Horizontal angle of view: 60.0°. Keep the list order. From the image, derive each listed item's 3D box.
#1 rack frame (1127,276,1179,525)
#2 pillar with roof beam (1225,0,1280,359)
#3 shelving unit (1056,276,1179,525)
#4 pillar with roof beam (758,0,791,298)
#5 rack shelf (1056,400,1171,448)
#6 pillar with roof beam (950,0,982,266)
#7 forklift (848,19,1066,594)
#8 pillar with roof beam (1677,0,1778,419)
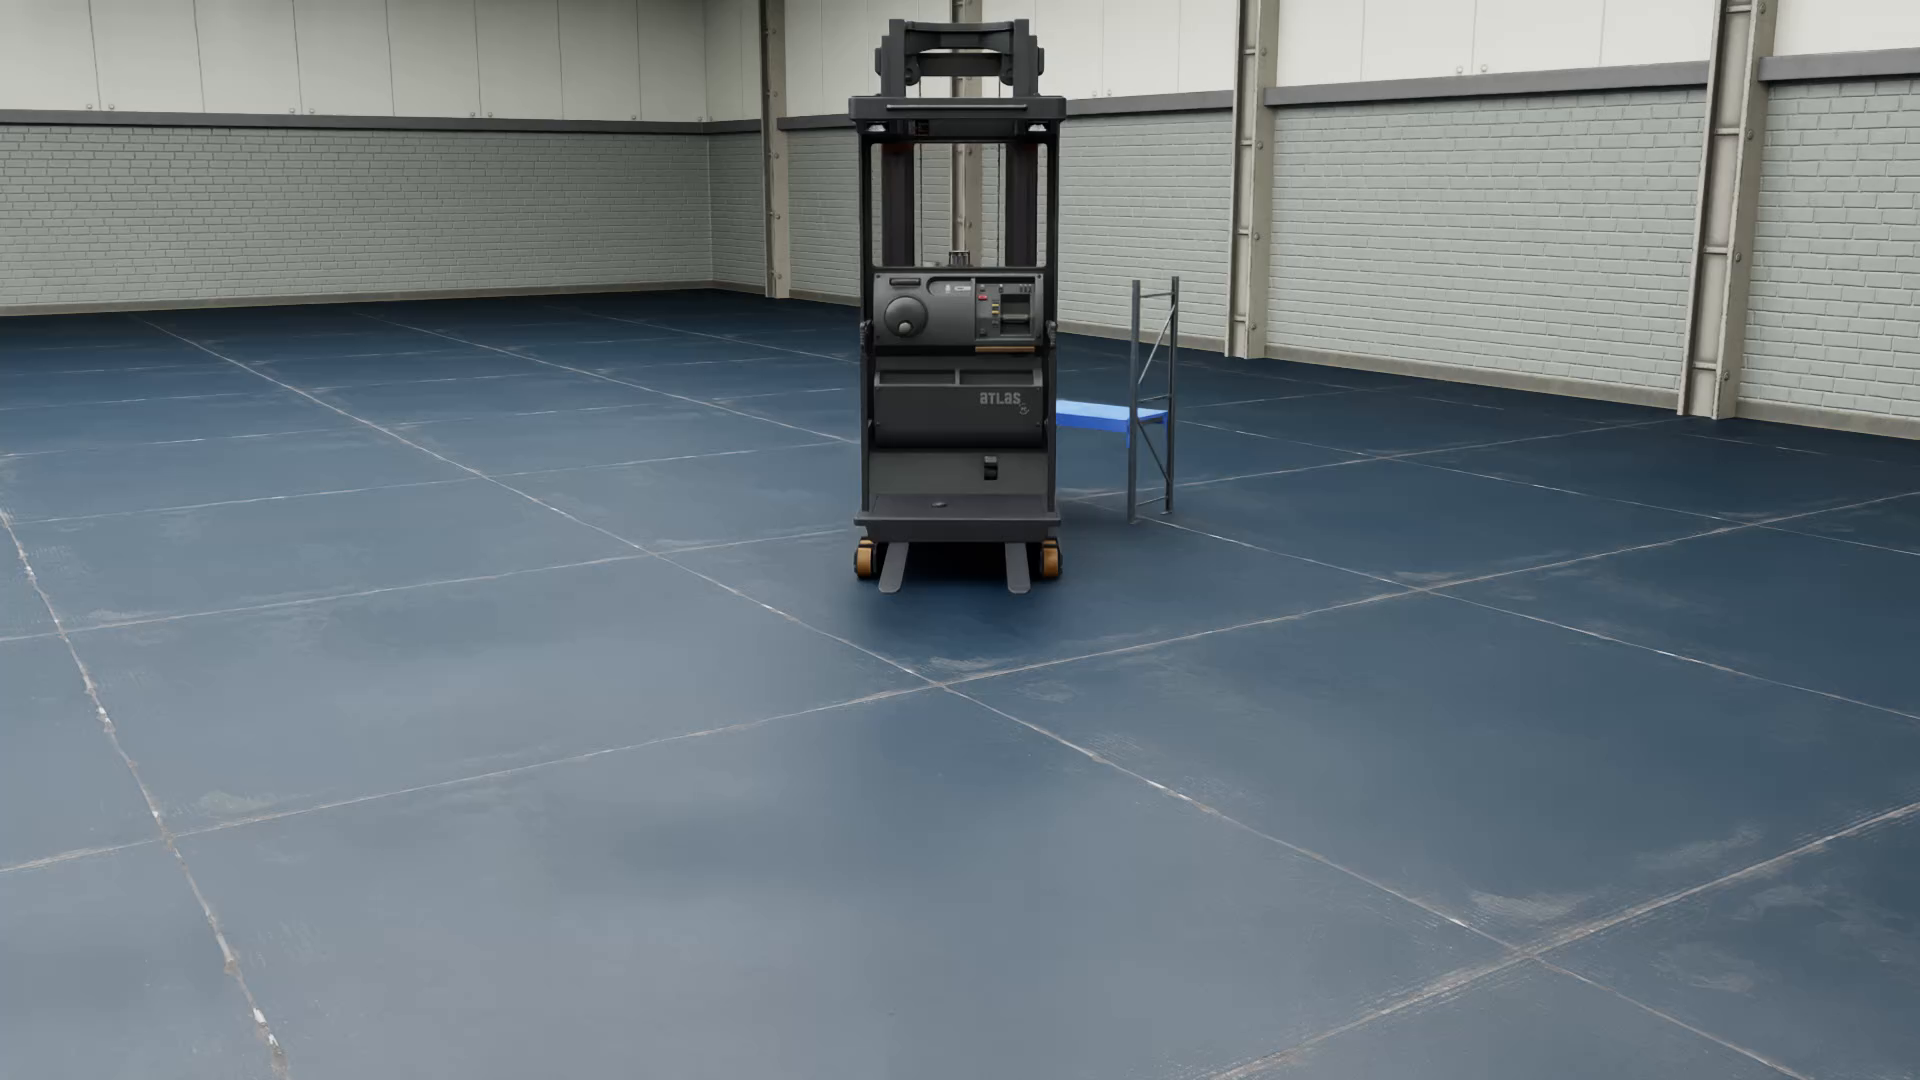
[{"bbox_3d":[1.201,-0.871,10.333,0.032,1.500,0.500,9,15,37],"label":"rack frame"},{"bbox_3d":[-0.175,-6.077,16.585,9.100,9.000,0.400,-8,15,-33],"label":"pillar with roof beam"},{"bbox_3d":[0.800,-0.938,10.639,1.048,1.500,0.538,9,15,37],"label":"shelving unit"},{"bbox_3d":[-6.824,-8.211,26.344,9.100,9.000,0.400,-8,15,-33],"label":"pillar with roof beam"},{"bbox_3d":[0.800,-0.762,10.677,1.000,0.185,0.538,9,15,37],"label":"rack shelf"},{"bbox_3d":[-3.500,-7.144,21.465,9.100,9.000,0.400,-8,15,-33],"label":"pillar with roof beam"},{"bbox_3d":[-0.008,-1.293,8.915,1.130,2.935,3.031,0,12,1],"label":"forklift"},{"bbox_3d":[3.149,-5.010,11.705,9.100,9.000,0.400,-8,15,-33],"label":"pillar with roof beam"}]
